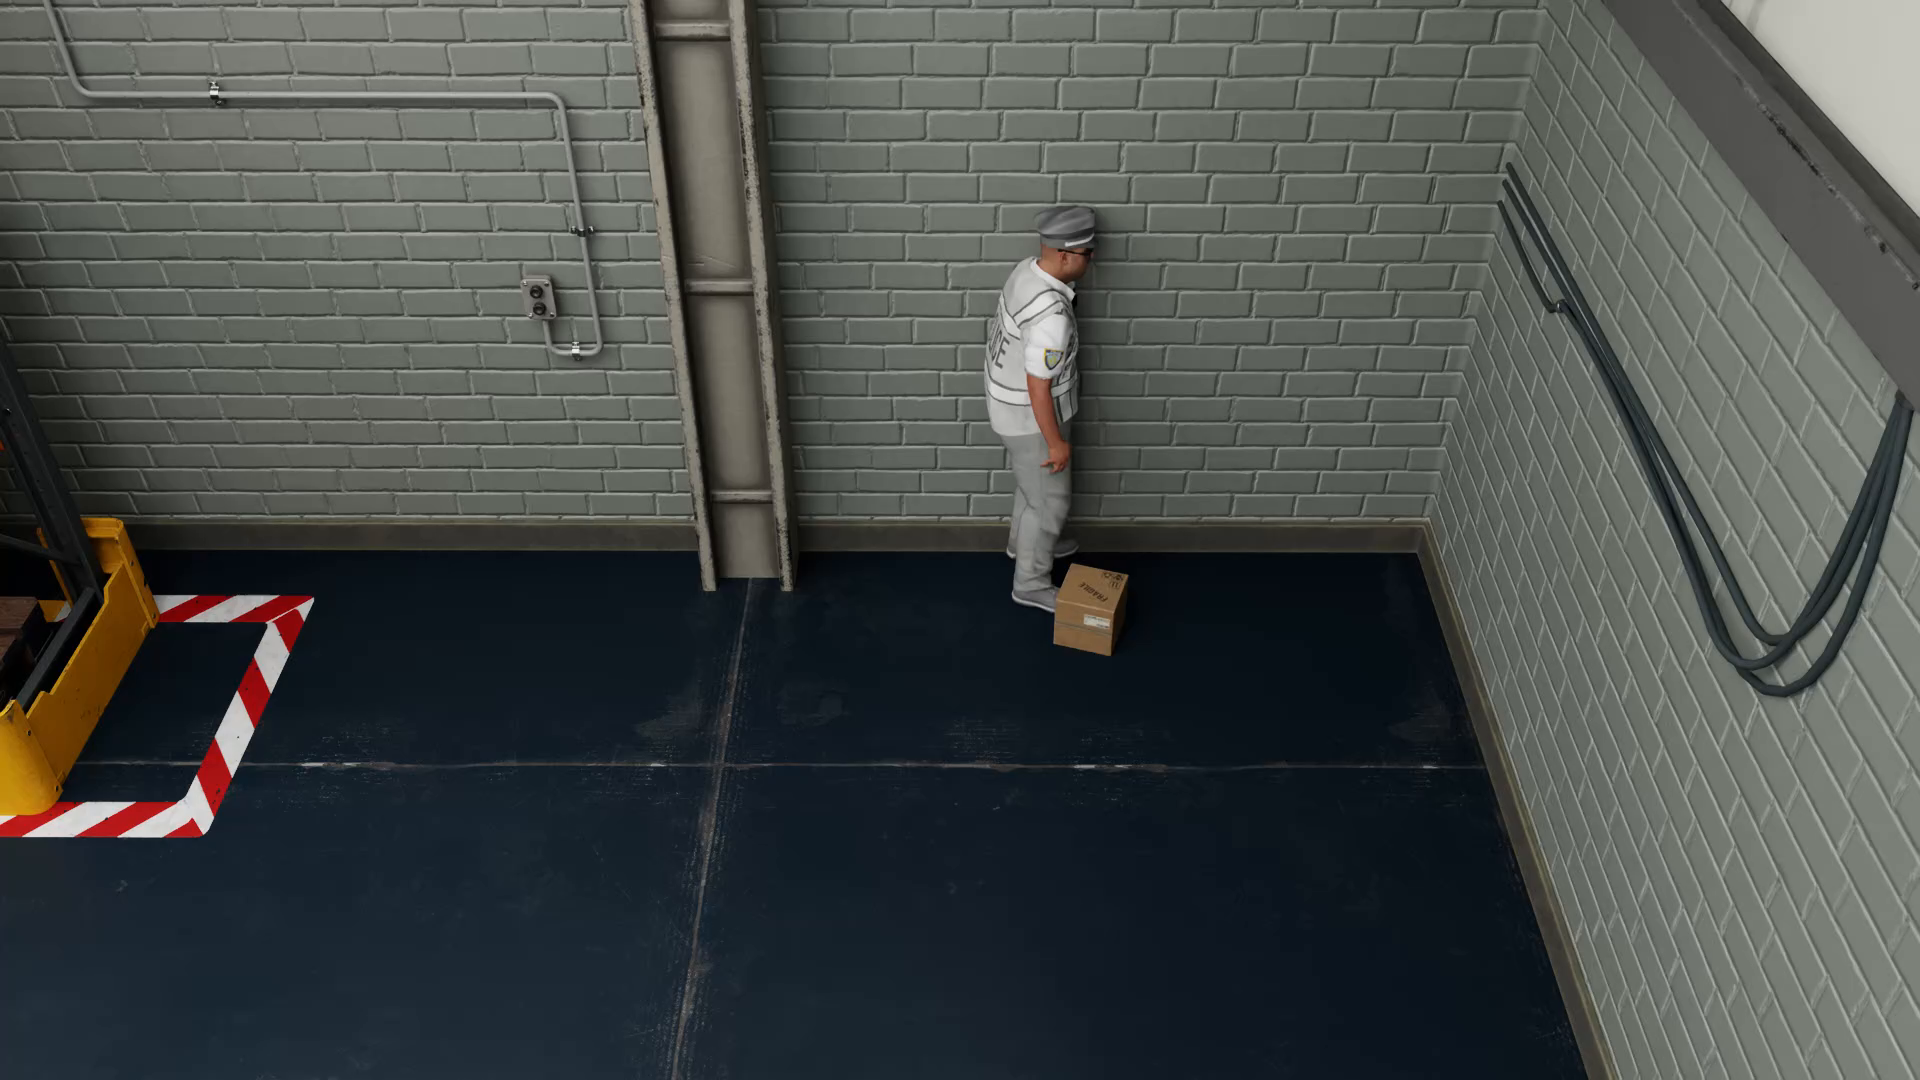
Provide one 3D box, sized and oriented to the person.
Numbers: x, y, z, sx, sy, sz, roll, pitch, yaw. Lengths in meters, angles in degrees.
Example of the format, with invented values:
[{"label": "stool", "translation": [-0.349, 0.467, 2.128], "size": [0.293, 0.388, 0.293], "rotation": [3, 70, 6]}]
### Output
[{"label": "person", "translation": [0.322, -0.533, 6.800], "size": [0.440, 1.747, 0.601], "rotation": [-2, 39, -3]}]
